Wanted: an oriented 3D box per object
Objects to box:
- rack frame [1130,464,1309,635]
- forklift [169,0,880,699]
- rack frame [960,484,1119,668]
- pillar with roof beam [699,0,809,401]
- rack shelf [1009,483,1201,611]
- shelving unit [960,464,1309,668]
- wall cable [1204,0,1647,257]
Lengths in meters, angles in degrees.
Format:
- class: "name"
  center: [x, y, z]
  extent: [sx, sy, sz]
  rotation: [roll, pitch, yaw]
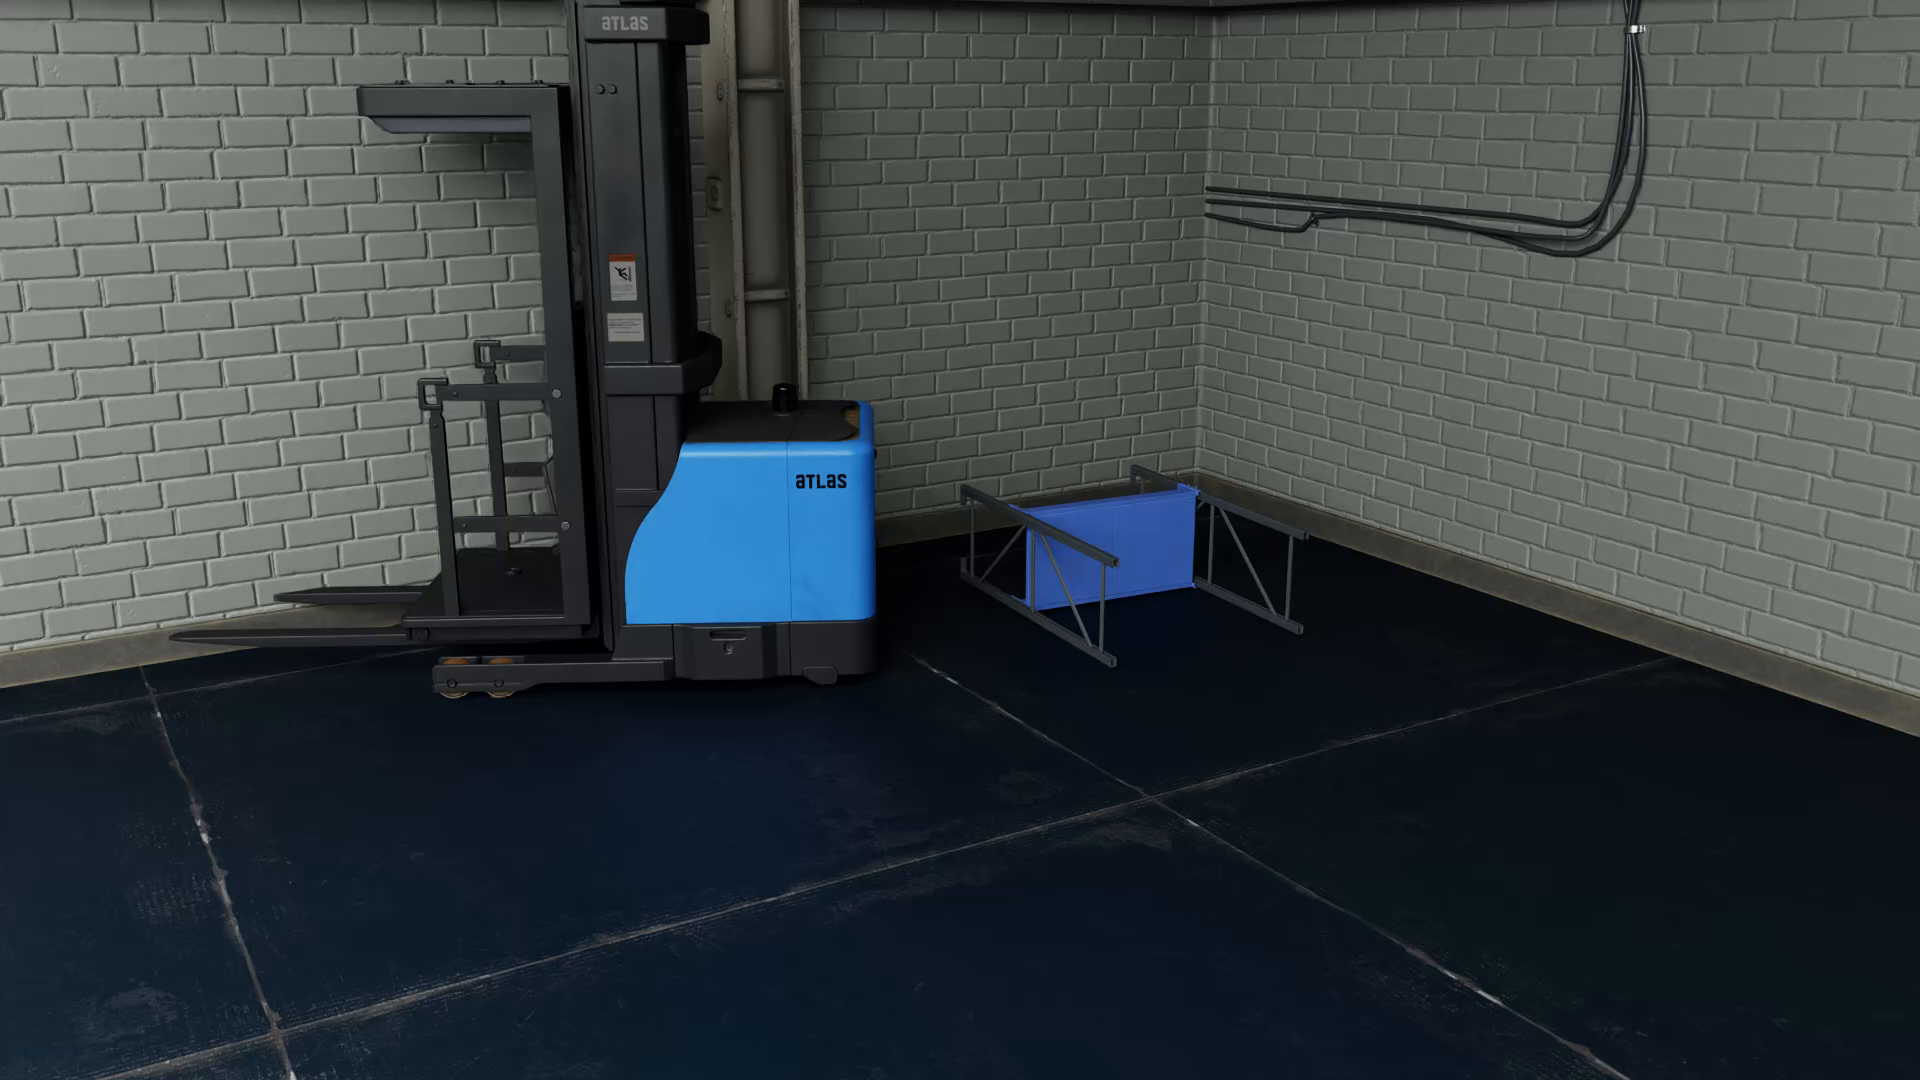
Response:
- class: "rack frame"
  center: [1.259, 0.018, 8.348]
  extent: [0.032, 0.500, 1.500]
  rotation: [-8, 17, -25]
- class: "forklift"
  center: [-1.881, -0.888, 7.148]
  extent: [3.031, 2.935, 1.130]
  rotation: [-1, 16, -3]
- class: "rack frame"
  center: [0.346, 0.139, 7.918]
  extent: [0.032, 0.500, 1.500]
  rotation: [-8, 17, -25]
- class: "pillar with roof beam"
  center: [1.199, -3.165, 4.030]
  extent: [0.400, 9.000, 9.100]
  rotation: [-9, 18, -30]
- class: "rack shelf"
  center: [0.723, 0.035, 8.289]
  extent: [1.000, 0.538, 0.185]
  rotation: [-8, 17, -25]
- class: "shelving unit"
  center: [0.803, 0.078, 8.133]
  extent: [1.048, 0.538, 1.500]
  rotation: [-8, 17, -25]
- class: "wall cable"
  center: [2.188, -2.770, 8.371]
  extent: [0.112, 2.526, 3.097]
  rotation: [-9, 18, -30]
